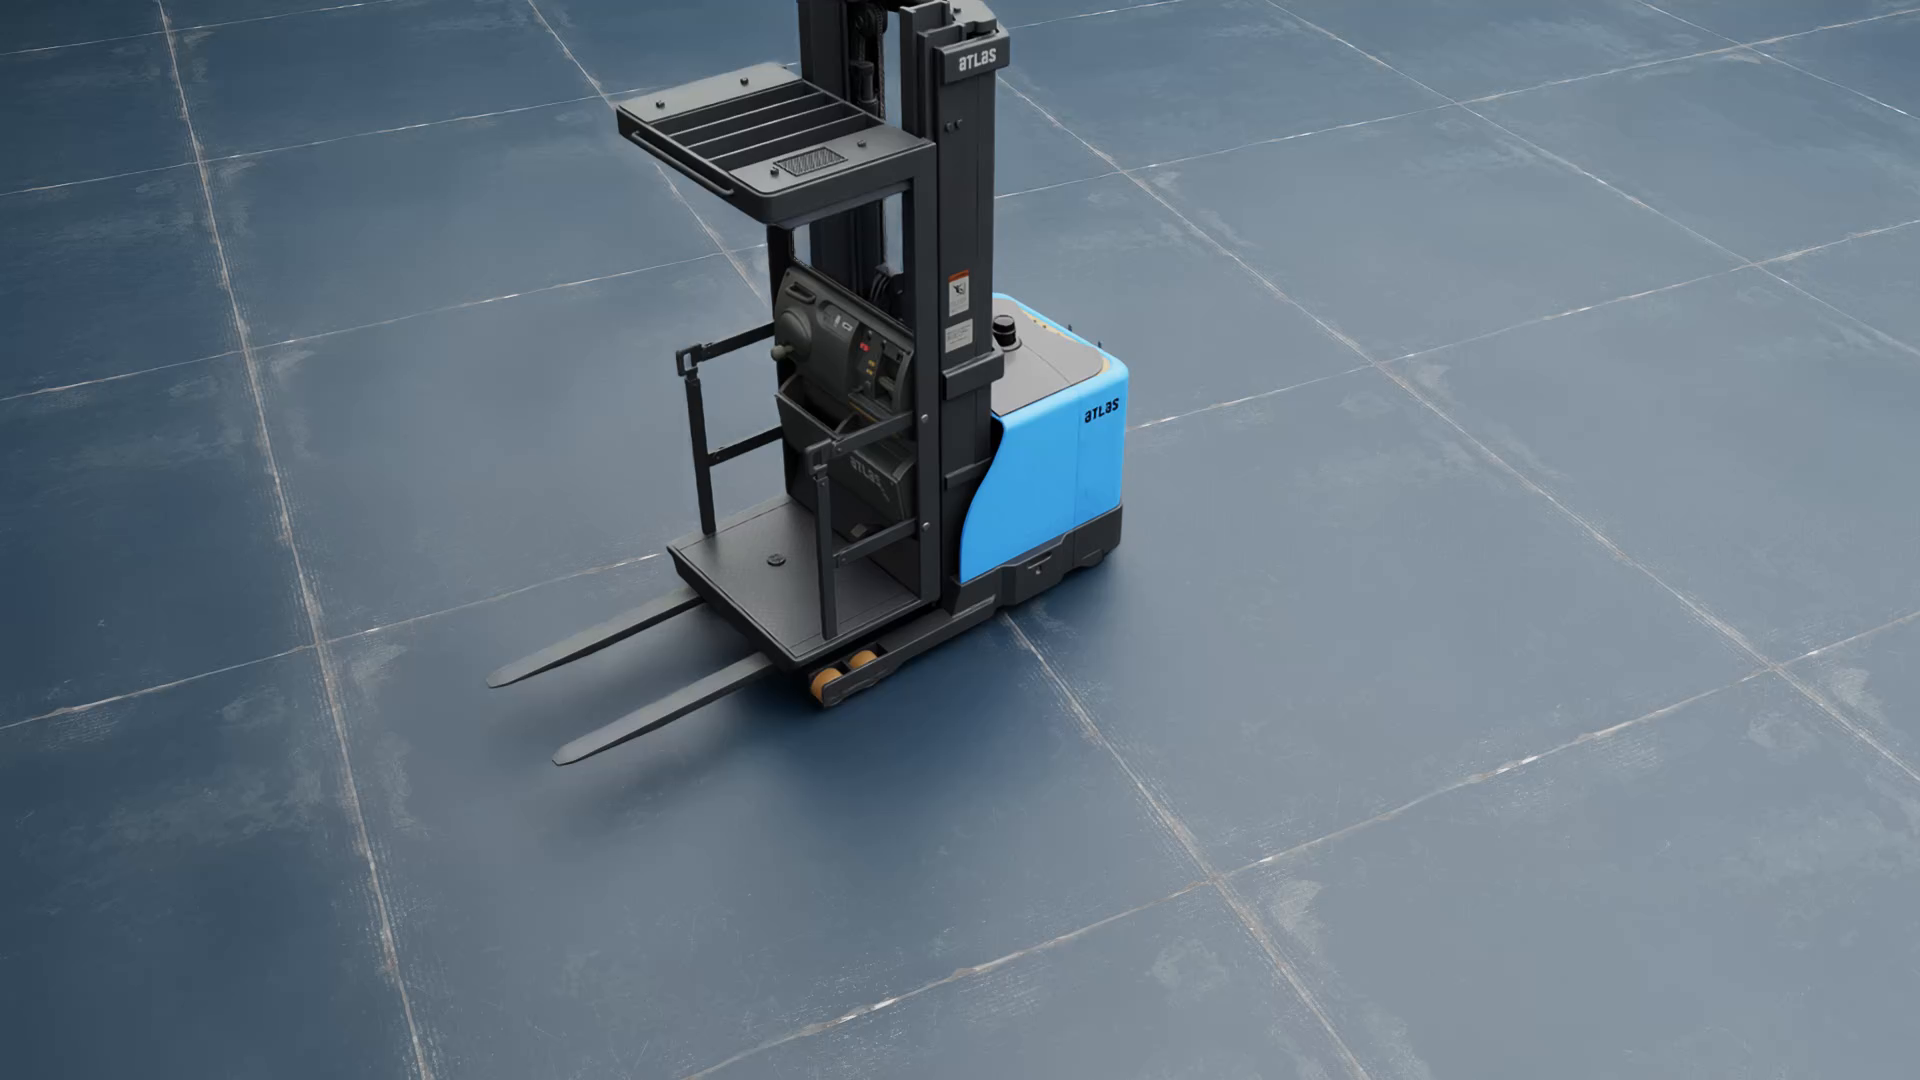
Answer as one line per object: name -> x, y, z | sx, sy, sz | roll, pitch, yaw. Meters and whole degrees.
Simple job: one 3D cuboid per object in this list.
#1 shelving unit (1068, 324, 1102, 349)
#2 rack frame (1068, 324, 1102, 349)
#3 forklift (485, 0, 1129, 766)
shelving unit -> 0.543, -0.629, 8.486 | 0.210, 0.900, 0.258 | -25, 44, -30
rack frame -> 0.622, -0.667, 8.537 | 0.006, 0.900, 0.240 | -25, 44, -30
forklift -> -0.668, -0.796, 7.006 | 3.031, 2.935, 1.130 | -25, 44, -30
